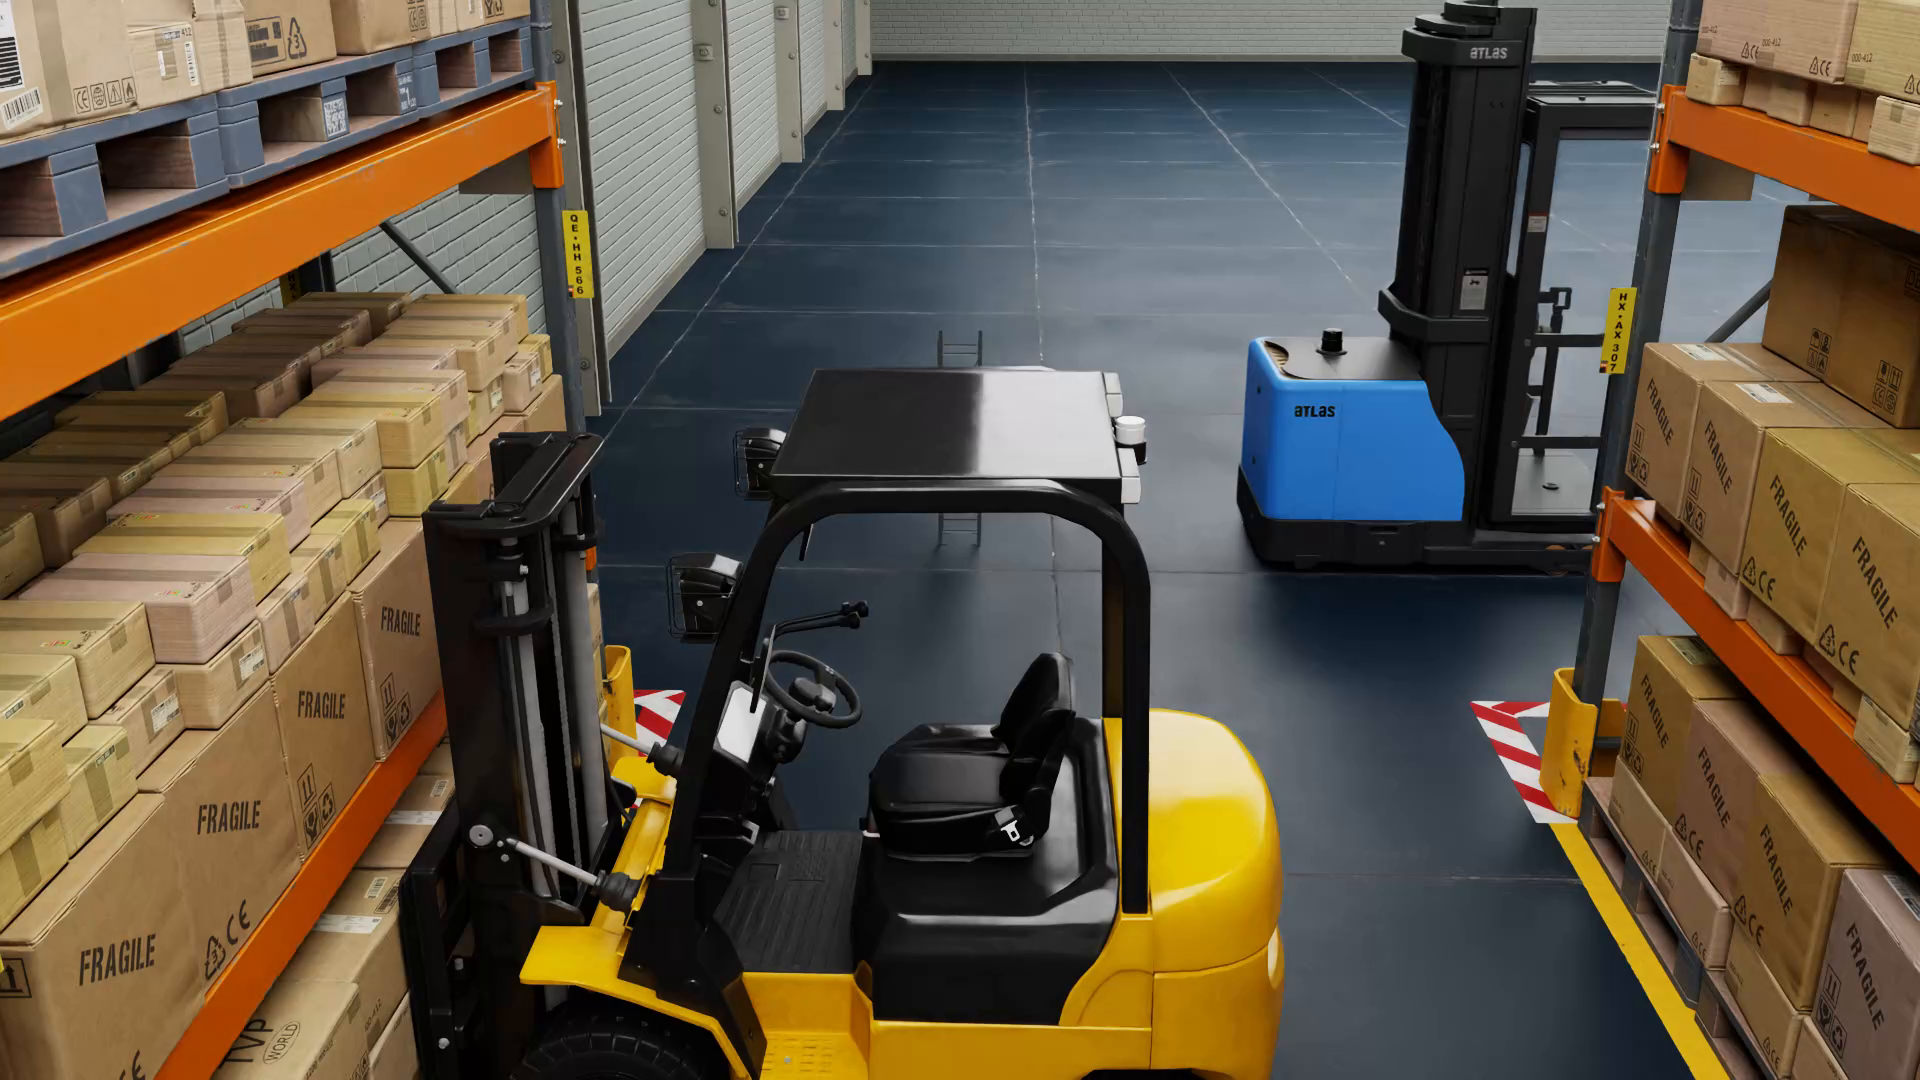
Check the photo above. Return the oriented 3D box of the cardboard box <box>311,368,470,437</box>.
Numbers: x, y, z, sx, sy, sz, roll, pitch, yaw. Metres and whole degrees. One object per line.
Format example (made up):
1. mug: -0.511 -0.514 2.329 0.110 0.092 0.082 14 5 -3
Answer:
1. cardboard box: -1.703 -0.409 4.991 0.380 0.149 0.250 1 21 3

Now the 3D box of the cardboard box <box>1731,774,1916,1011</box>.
1. cardboard box: 2.659 1.035 4.899 0.500 0.500 0.500 1 21 3

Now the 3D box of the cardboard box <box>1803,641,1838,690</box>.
1. cardboard box: 2.719 0.336 4.863 0.380 0.149 0.250 1 21 3

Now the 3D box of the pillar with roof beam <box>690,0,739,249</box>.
1. pillar with roof beam: 1.780 -7.269 15.823 9.100 9.000 0.400 1 21 2

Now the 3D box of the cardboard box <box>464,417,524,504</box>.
1. cardboard box: -1.744 -0.101 5.504 0.500 0.500 0.500 1 21 3

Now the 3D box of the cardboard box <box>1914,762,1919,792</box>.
1. cardboard box: 2.644 0.615 4.144 0.380 0.149 0.250 0 21 1

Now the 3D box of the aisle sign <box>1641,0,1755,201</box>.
1. aisle sign: 2.687 -1.607 5.930 0.394 0.787 0.004 1 21 2

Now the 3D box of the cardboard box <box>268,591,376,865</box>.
1. cardboard box: -1.800 0.448 4.089 0.500 0.500 0.500 0 21 1

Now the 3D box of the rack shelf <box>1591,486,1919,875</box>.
1. rack shelf: 2.934 0.689 4.600 1.077 0.370 4.000 1 21 2

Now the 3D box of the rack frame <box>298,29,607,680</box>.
1. rack frame: -1.966 -0.423 6.471 1.000 3.000 0.127 1 21 2

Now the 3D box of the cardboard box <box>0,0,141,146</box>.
1. cardboard box: -1.819 -0.874 2.892 0.500 0.311 0.500 1 21 3

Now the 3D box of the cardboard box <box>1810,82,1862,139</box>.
1. cardboard box: 2.717 -1.253 4.812 0.380 0.149 0.250 1 21 1

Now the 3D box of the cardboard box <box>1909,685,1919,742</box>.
1. cardboard box: 2.659 0.354 3.919 0.500 0.500 0.500 1 21 3

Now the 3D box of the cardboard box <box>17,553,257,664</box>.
1. cardboard box: -1.755 0.144 3.564 0.380 0.149 0.250 1 21 3

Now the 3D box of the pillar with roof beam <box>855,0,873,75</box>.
1. pillar with roof beam: 2.327 -13.777 32.596 9.100 9.000 0.400 1 21 2

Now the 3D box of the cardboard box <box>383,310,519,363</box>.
1. cardboard box: -1.743 -0.689 5.711 0.380 0.149 0.250 1 21 2

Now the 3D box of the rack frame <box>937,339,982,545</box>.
1. rack frame: -0.002 -0.532 9.240 0.240 1.200 0.006 1 21 2

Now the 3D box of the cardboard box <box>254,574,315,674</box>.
1. cardboard box: -1.738 0.191 3.855 0.380 0.149 0.250 0 21 1

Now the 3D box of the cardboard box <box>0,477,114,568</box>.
1. cardboard box: -2.309 -0.045 4.053 0.380 0.149 0.250 0 21 1

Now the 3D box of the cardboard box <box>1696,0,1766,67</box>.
1. cardboard box: 2.714 -1.658 5.304 0.500 0.250 0.500 0 21 1

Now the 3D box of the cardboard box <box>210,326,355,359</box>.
1. cardboard box: -2.226 -0.601 5.486 0.380 0.149 0.250 1 21 3

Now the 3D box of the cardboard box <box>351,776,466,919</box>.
1. cardboard box: -1.706 0.918 4.855 0.500 0.250 0.500 0 21 1

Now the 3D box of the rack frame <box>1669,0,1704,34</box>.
1. rack frame: 2.995 -3.166 5.249 1.000 3.000 0.127 1 21 2

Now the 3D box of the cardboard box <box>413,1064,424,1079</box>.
1. cardboard box: -1.742 1.569 4.559 0.500 0.250 0.500 1 21 3

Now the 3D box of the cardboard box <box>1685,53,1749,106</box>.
1. cardboard box: 2.661 -1.534 5.537 0.380 0.149 0.250 1 21 2

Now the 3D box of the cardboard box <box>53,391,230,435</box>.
1. cardboard box: -2.337 -0.323 4.767 0.380 0.149 0.250 0 21 0

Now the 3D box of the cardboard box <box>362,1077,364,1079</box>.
1. cardboard box: -1.751 1.523 3.986 0.500 0.250 0.500 1 21 1

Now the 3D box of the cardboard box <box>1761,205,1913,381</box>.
1. cardboard box: 3.198 -0.834 5.599 0.700 0.500 0.500 0 21 0

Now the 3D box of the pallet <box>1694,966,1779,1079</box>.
1. pallet: 2.893 1.692 4.878 1.003 0.211 1.213 1 21 2

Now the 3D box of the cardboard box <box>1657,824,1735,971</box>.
1. cardboard box: 2.671 1.190 5.536 0.500 0.250 0.500 1 21 4

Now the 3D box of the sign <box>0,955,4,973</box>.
1. sign: -1.545 0.523 2.542 0.100 0.325 0.005 1 21 2

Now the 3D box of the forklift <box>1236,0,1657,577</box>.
1. forklift: 3.155 -1.362 8.989 3.031 2.935 1.130 0 21 1

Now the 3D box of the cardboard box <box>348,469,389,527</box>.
1. cardboard box: -1.809 -0.090 4.579 0.380 0.149 0.250 0 21 1

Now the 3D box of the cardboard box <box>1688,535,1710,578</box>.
1. cardboard box: 2.695 0.055 5.588 0.380 0.149 0.250 0 21 0

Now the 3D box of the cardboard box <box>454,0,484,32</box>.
1. cardboard box: -1.688 -1.643 5.099 0.380 0.149 0.250 0 21 0

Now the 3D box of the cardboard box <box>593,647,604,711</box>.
1. cardboard box: -1.669 0.610 6.340 0.500 0.250 0.500 0 21 1

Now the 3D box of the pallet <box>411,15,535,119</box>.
1. pallet: -2.014 -1.524 5.286 1.003 0.211 1.213 1 21 2

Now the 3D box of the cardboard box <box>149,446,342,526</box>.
1. cardboard box: -1.832 -0.133 4.279 0.380 0.149 0.250 1 21 2

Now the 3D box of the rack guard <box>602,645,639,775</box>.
1. rack guard: -1.965 0.734 6.946 1.175 0.500 0.348 1 21 2

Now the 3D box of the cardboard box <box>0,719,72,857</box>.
1. cardboard box: -1.782 0.424 2.843 0.380 0.149 0.250 1 21 3

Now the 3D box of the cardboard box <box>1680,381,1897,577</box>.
1. cardboard box: 2.691 -0.199 5.346 0.500 0.500 0.500 1 21 3

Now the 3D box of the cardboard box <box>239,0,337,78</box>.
1. cardboard box: -1.923 -1.368 3.901 0.797 0.503 0.637 1 21 3

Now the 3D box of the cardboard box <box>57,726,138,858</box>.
1. cardboard box: -1.809 0.469 3.139 0.380 0.149 0.250 1 21 3

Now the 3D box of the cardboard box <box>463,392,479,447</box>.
1. cardboard box: -1.763 -0.368 5.295 0.380 0.149 0.250 0 21 1

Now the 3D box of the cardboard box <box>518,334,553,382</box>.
1. cardboard box: -1.697 -0.643 6.005 0.380 0.149 0.250 1 21 2

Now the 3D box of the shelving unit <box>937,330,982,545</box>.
1. shelving unit: 0.000 -0.565 9.325 0.258 1.200 0.189 1 21 2
